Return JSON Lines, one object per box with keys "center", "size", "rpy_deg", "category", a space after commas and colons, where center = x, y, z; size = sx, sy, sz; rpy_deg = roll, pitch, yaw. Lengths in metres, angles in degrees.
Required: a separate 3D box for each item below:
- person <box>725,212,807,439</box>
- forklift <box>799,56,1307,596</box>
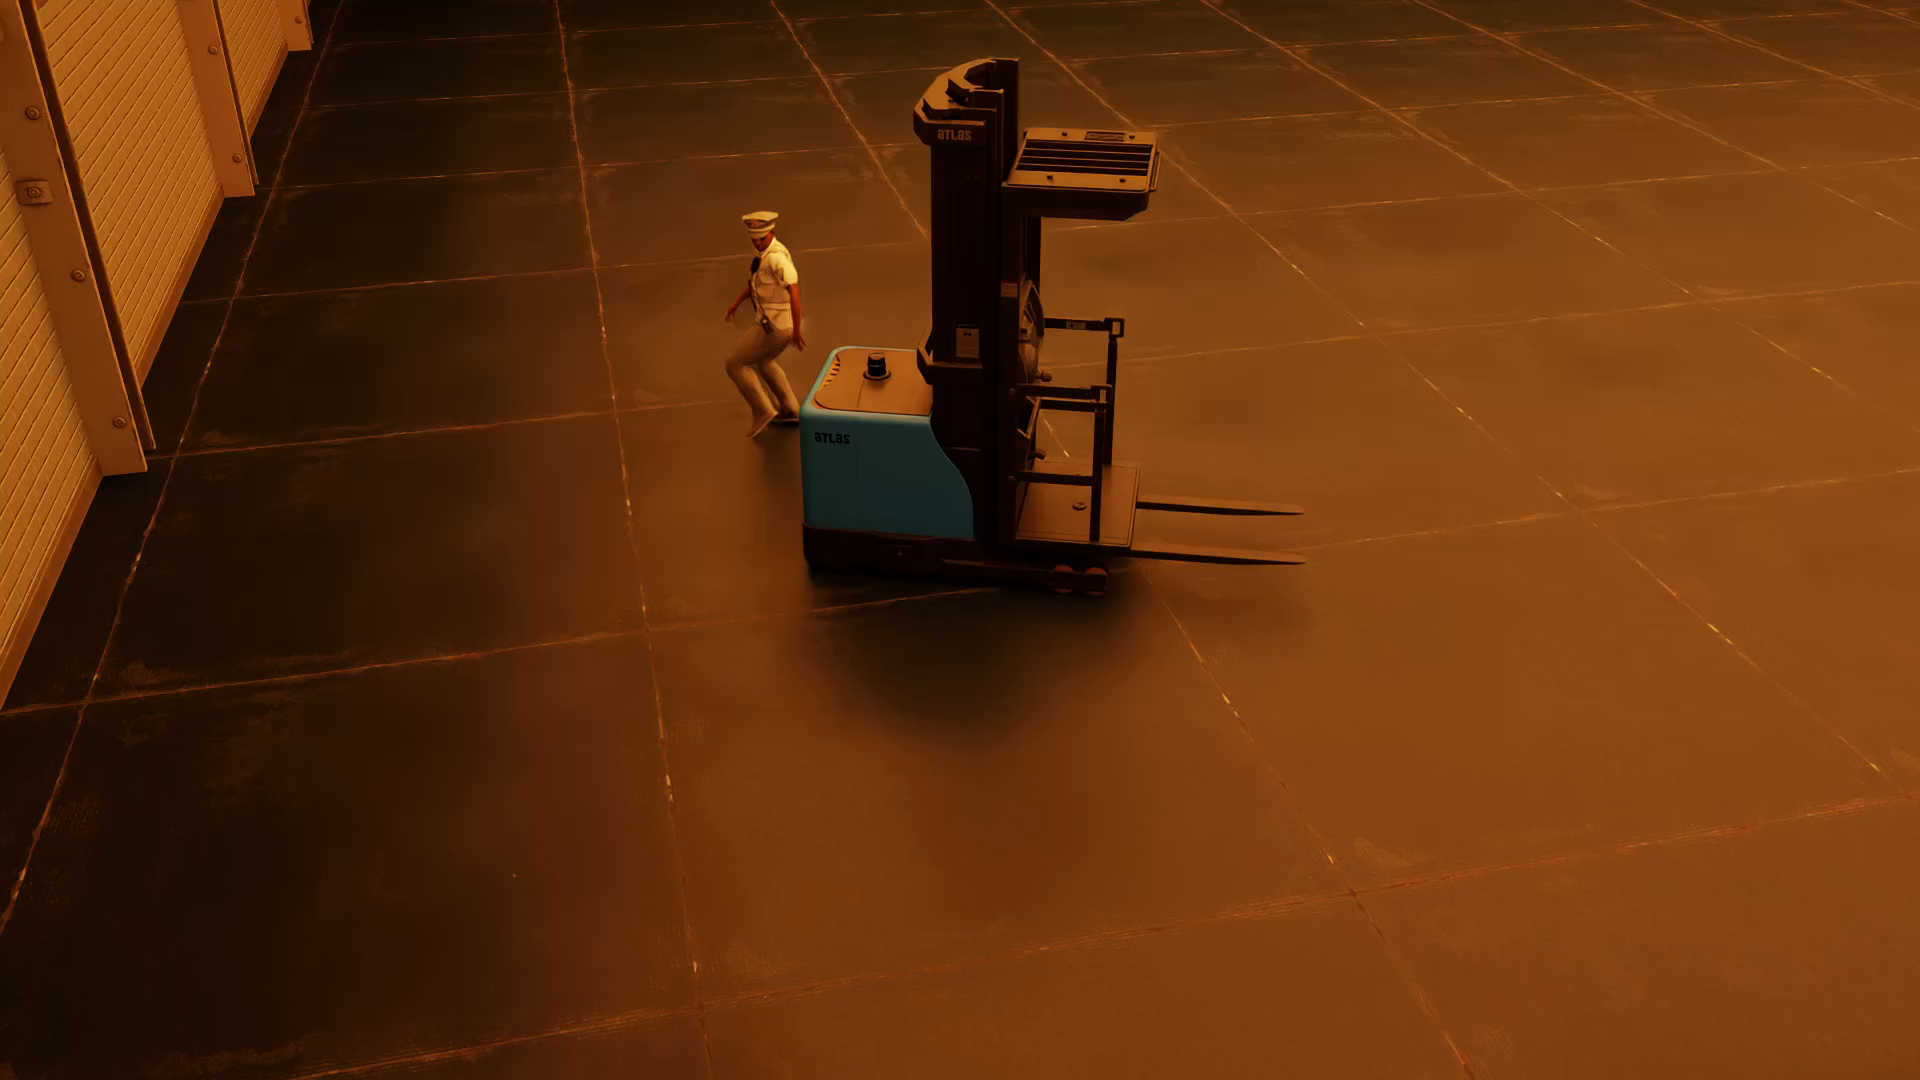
{"center": [-1.324, -1.480, 11.506], "size": [0.681, 1.614, 0.633], "rpy_deg": [5, 30, 8], "category": "person"}
{"center": [0.603, -1.222, 9.686], "size": [3.031, 2.935, 1.130], "rpy_deg": [4, 30, 8], "category": "forklift"}
